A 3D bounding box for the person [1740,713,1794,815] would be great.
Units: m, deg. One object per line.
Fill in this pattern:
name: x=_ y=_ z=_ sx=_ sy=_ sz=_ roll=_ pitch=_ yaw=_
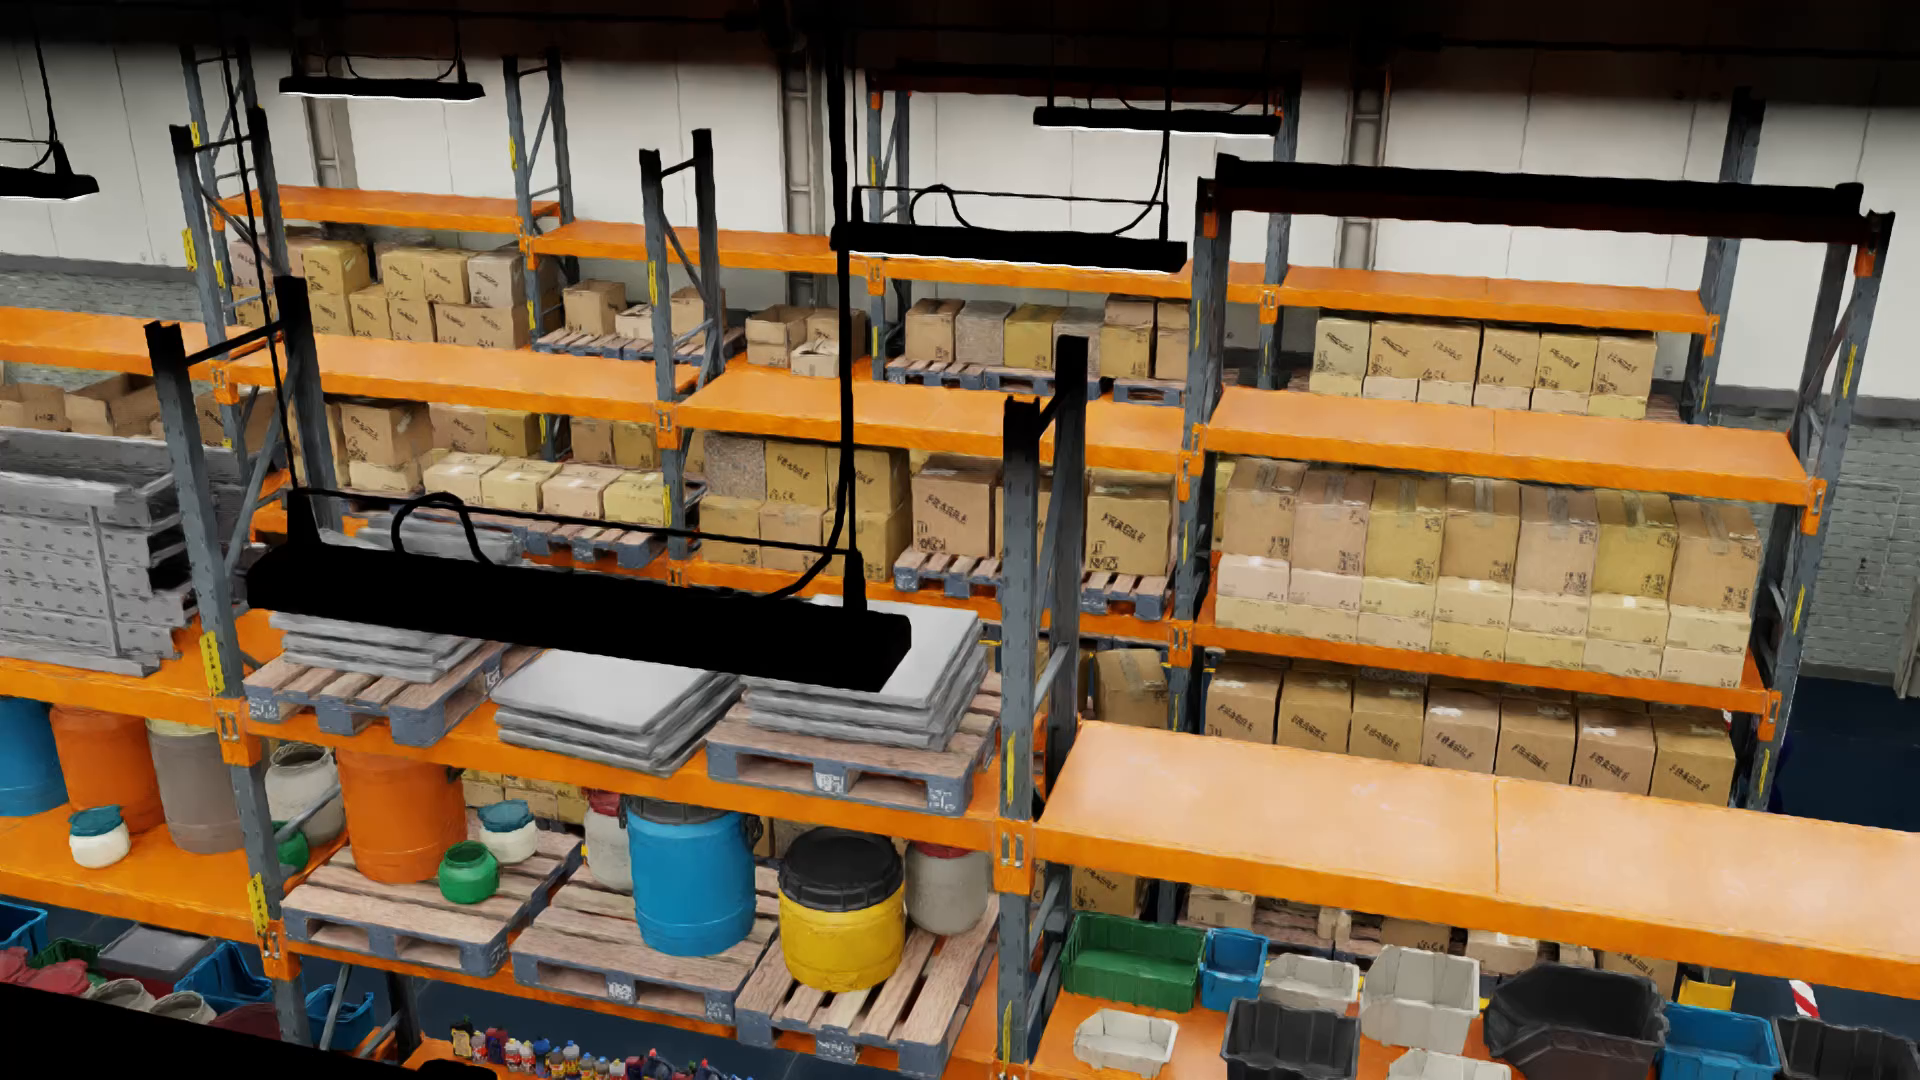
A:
person: x=7.071 y=1.736 z=14.543 sx=0.510 sy=1.596 sz=0.625 roll=6 pitch=23 yaw=13
